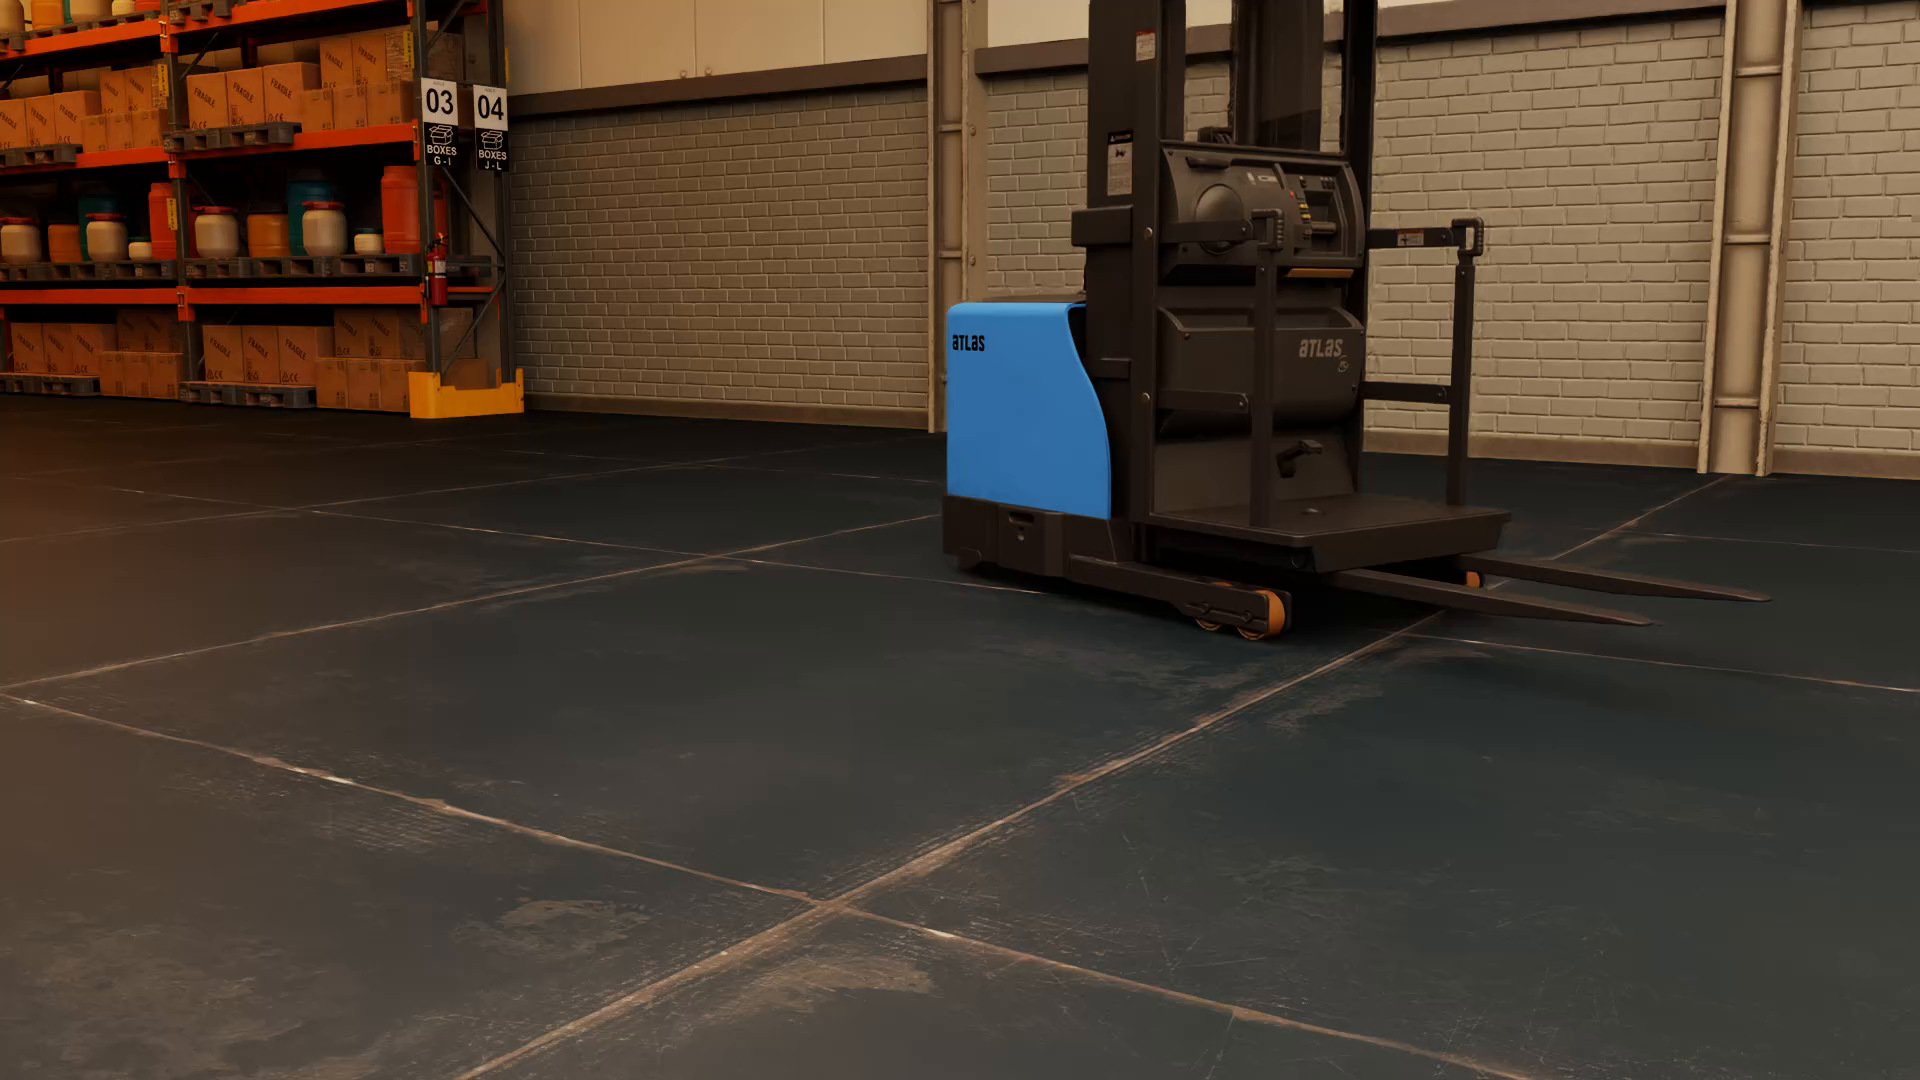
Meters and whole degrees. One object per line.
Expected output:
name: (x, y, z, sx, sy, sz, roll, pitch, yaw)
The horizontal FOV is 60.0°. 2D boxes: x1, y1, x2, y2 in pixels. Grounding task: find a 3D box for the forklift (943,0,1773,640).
forklift: (1.203, -1.206, 5.671, 1.130, 2.935, 3.031, -6, 10, -36)
